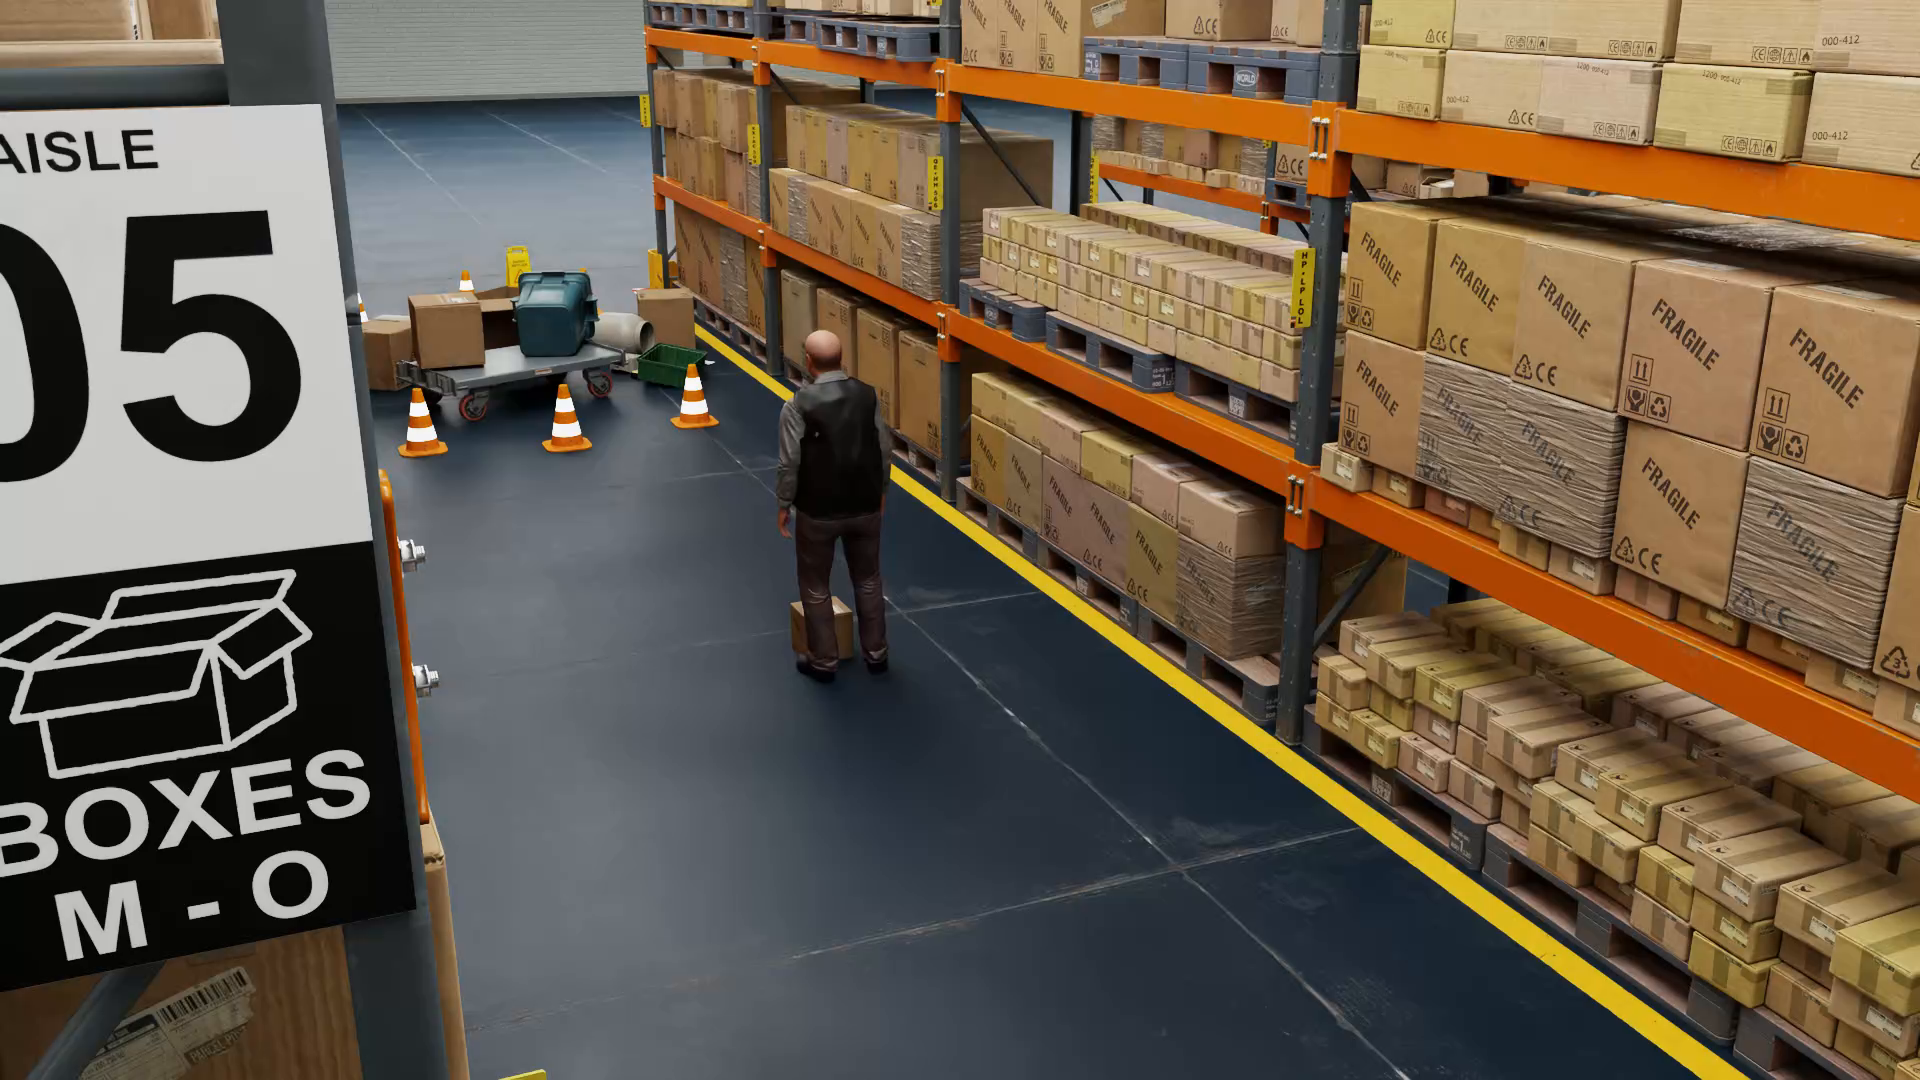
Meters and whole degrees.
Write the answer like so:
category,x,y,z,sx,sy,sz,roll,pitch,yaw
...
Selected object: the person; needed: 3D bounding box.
category,x,y,z,sx,sy,sz,roll,pitch,yaw
person,-0.597,-0.152,8.048,0.592,1.722,0.412,-9,21,-24
